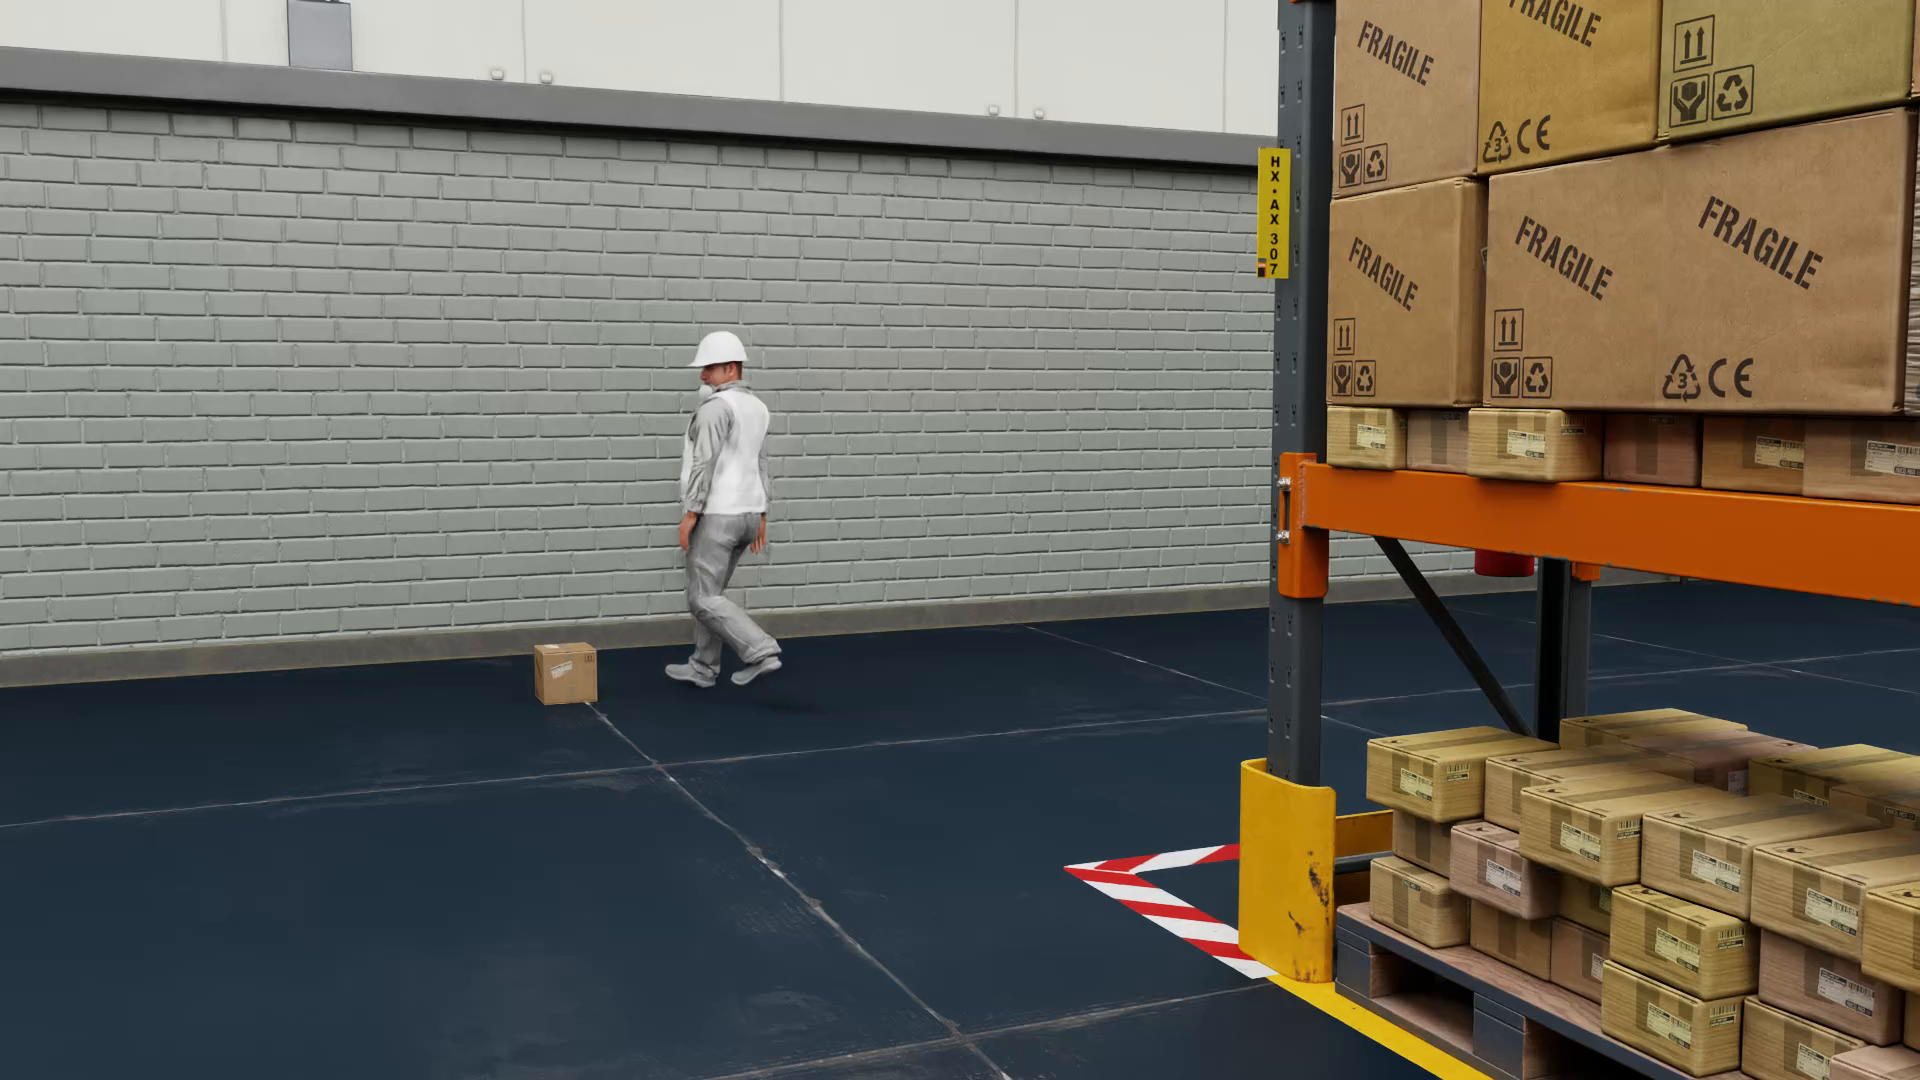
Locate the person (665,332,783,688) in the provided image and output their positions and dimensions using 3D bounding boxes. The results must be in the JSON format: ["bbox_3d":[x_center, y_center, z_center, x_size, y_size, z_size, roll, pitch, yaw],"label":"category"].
[{"bbox_3d":[-1.150,-0.122,8.006,0.855,1.751,0.567,2,6,24],"label":"person"}]
